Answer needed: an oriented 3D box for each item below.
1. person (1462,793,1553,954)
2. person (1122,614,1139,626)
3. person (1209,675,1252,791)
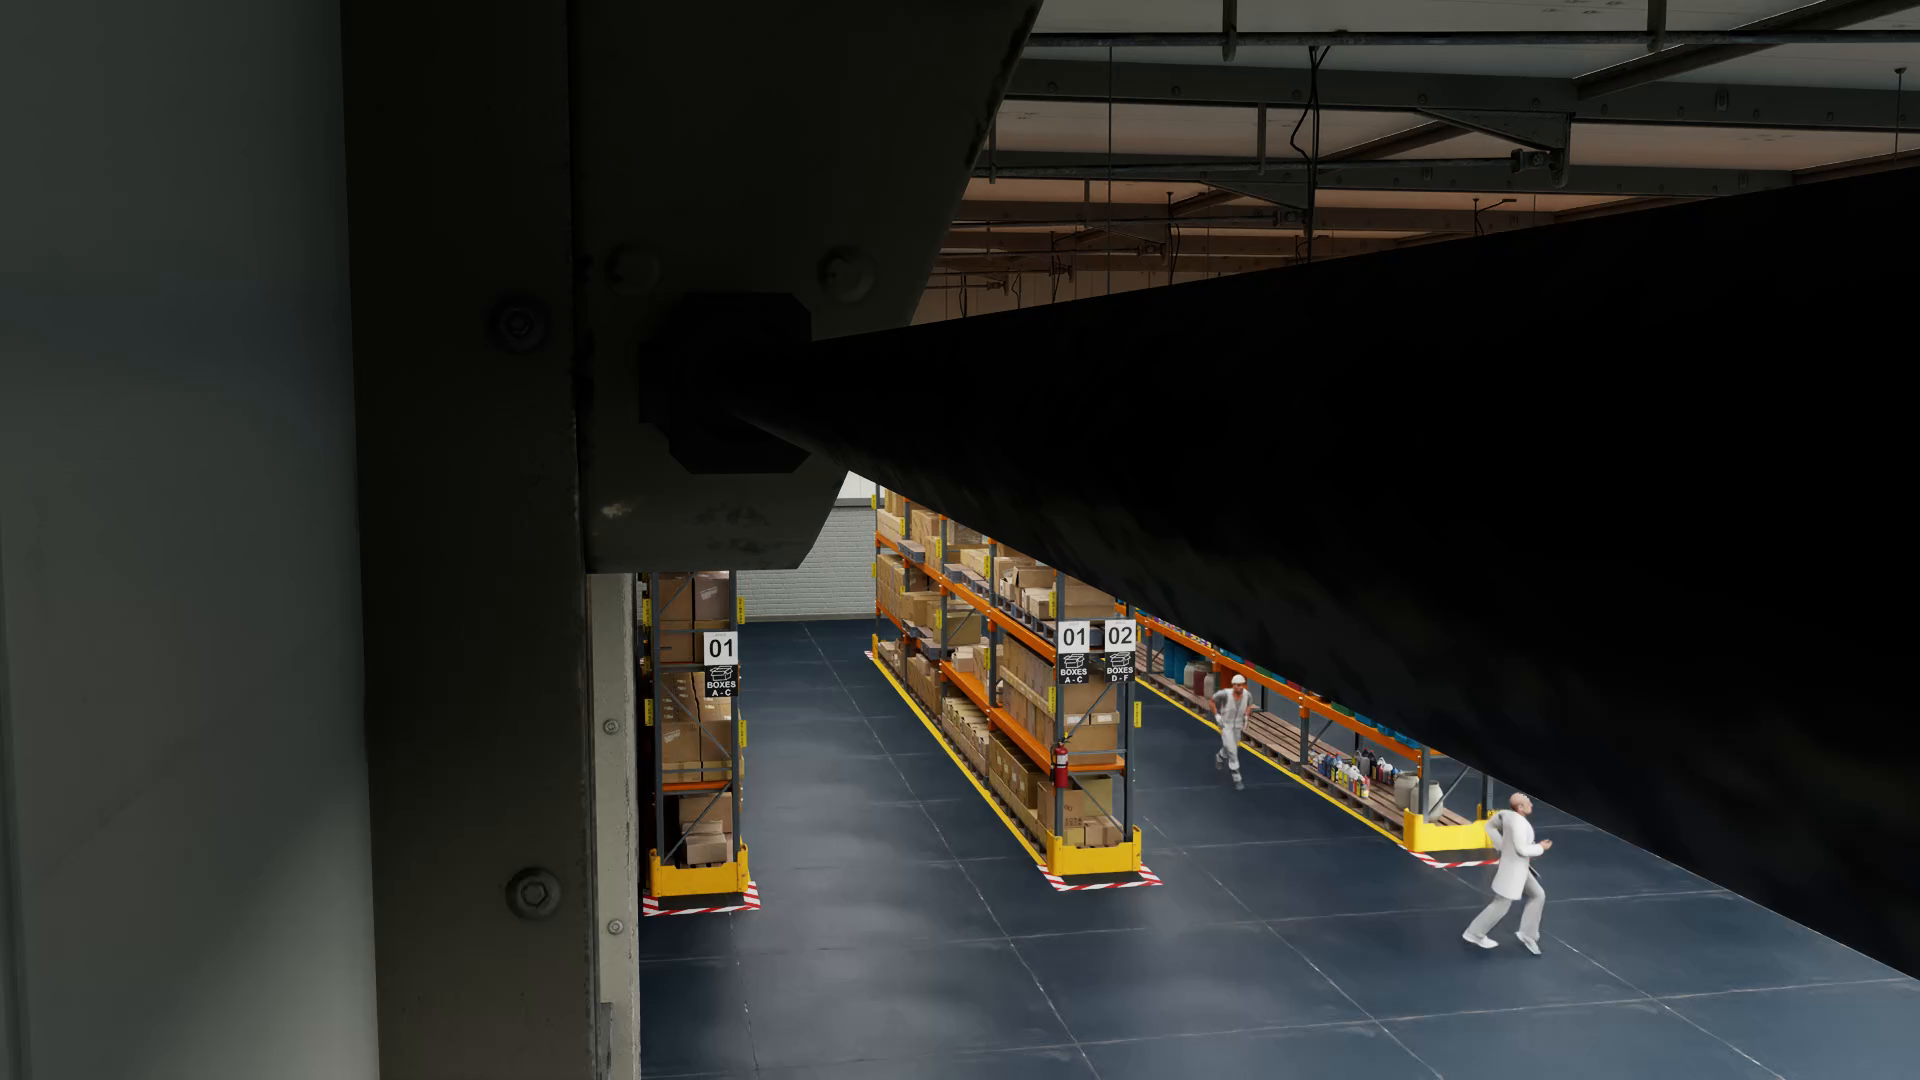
[{"bbox_3d":[5.910,3.626,17.949,0.896,1.836,0.681,2,6,15],"label":"person"},{"bbox_3d":[4.204,1.330,40.273,0.748,1.835,0.636,0,6,3],"label":"person"},{"bbox_3d":[4.105,2.883,25.433,0.670,1.780,0.996,-1,6,-13],"label":"person"}]
